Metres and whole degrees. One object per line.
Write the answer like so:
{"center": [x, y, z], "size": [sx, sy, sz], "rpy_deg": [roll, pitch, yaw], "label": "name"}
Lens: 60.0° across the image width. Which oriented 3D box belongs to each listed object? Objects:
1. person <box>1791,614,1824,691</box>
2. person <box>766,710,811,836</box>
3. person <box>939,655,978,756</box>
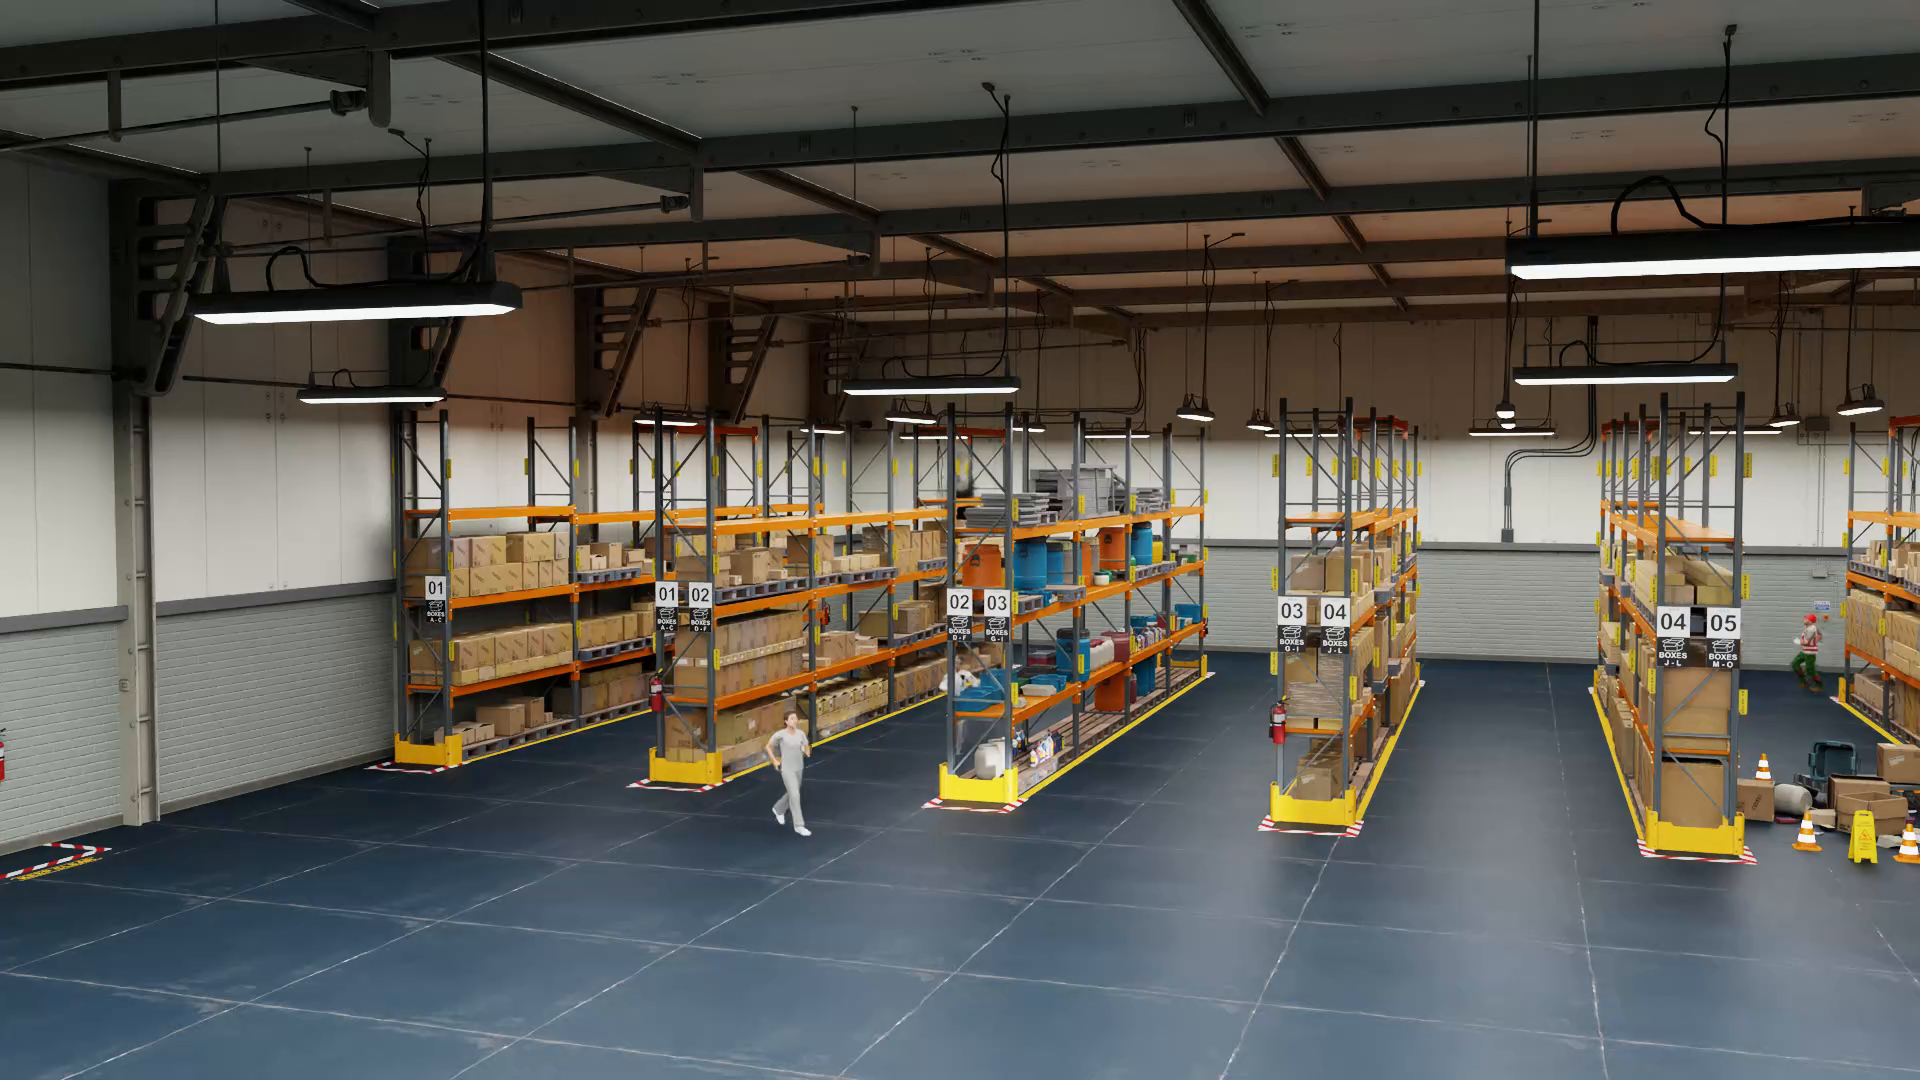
{"center": [18.930, 2.516, 37.095], "size": [0.673, 1.752, 0.677], "rpy_deg": [1, 3, 19], "label": "person"}
{"center": [-2.323, 3.160, 22.817], "size": [0.579, 1.652, 0.964], "rpy_deg": [-2, 3, -41], "label": "person"}
{"center": [-0.034, 2.888, 29.330], "size": [0.612, 1.748, 0.805], "rpy_deg": [1, 3, 19], "label": "person"}
